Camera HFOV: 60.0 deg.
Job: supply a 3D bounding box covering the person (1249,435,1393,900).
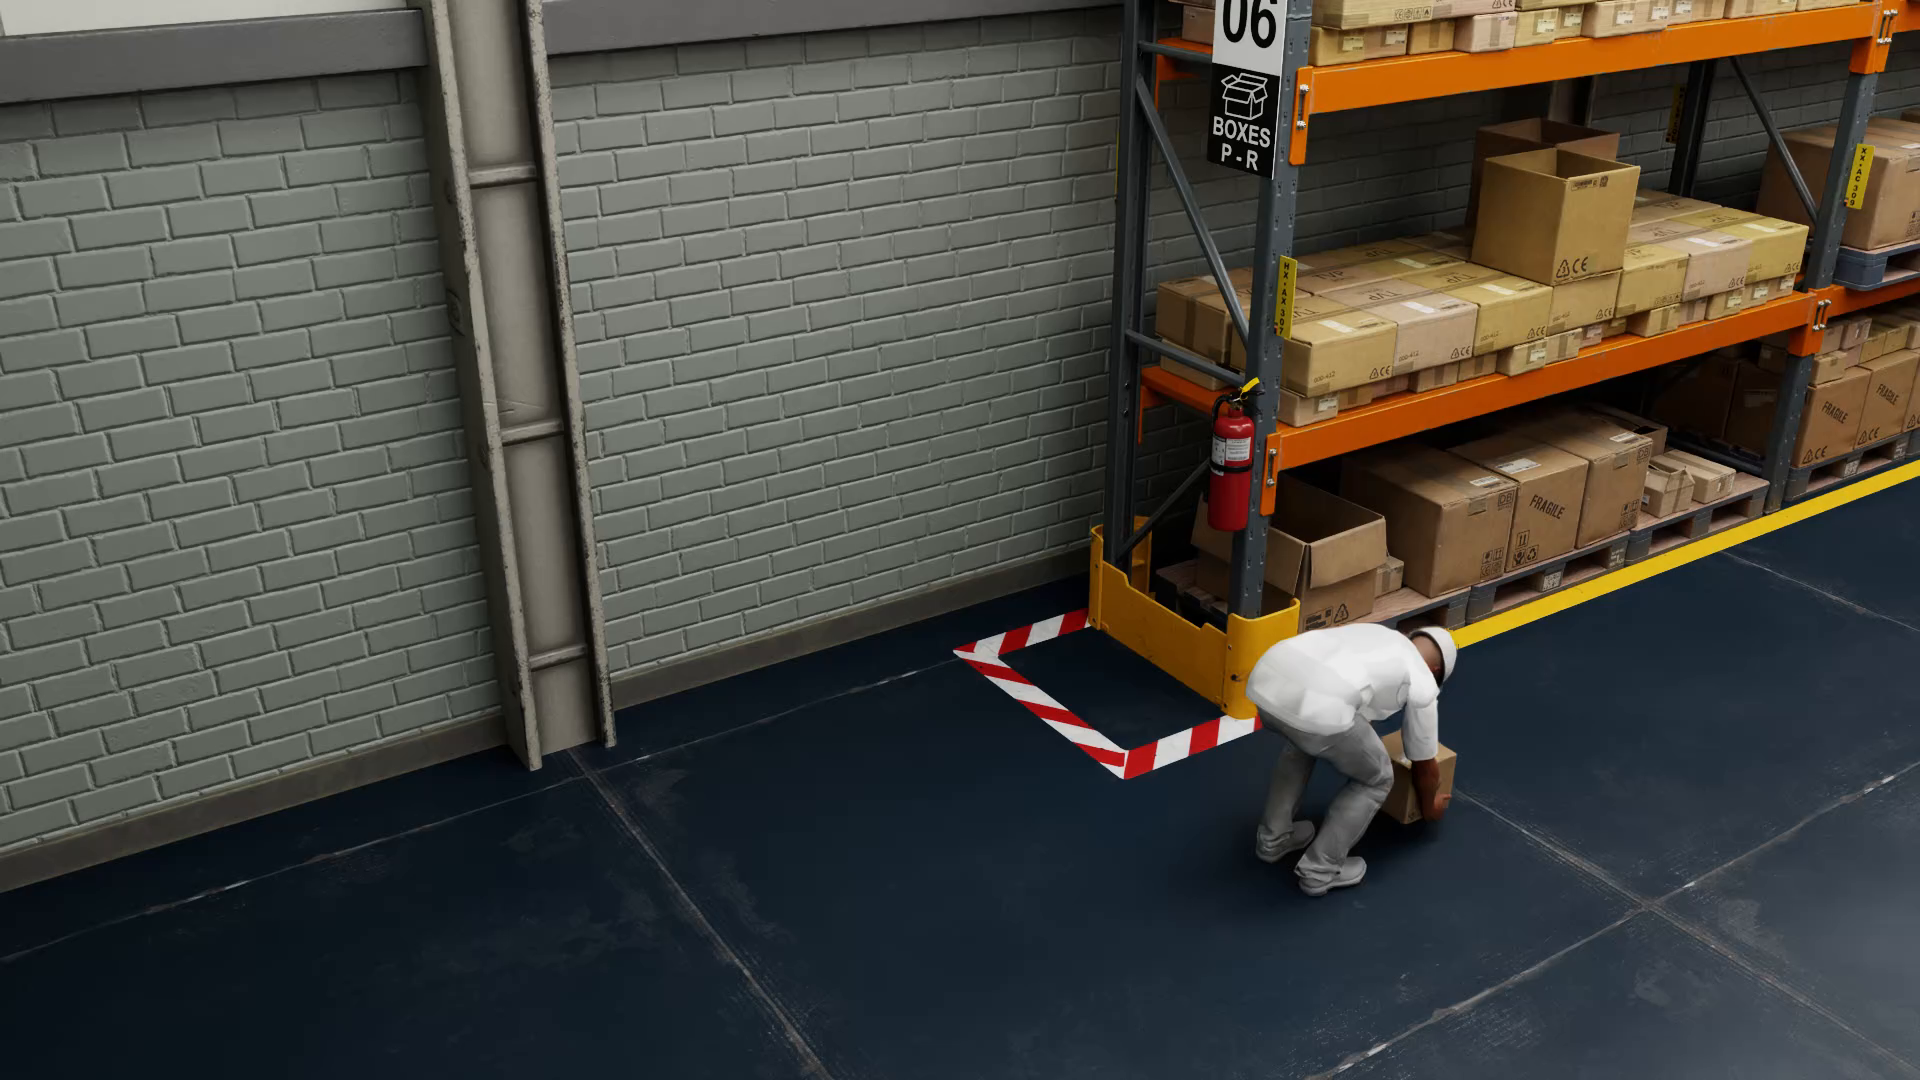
[{"bbox_3d":[1.325,0.461,6.099,0.460,1.759,0.629,-17,30,-32],"label":"person"}]
